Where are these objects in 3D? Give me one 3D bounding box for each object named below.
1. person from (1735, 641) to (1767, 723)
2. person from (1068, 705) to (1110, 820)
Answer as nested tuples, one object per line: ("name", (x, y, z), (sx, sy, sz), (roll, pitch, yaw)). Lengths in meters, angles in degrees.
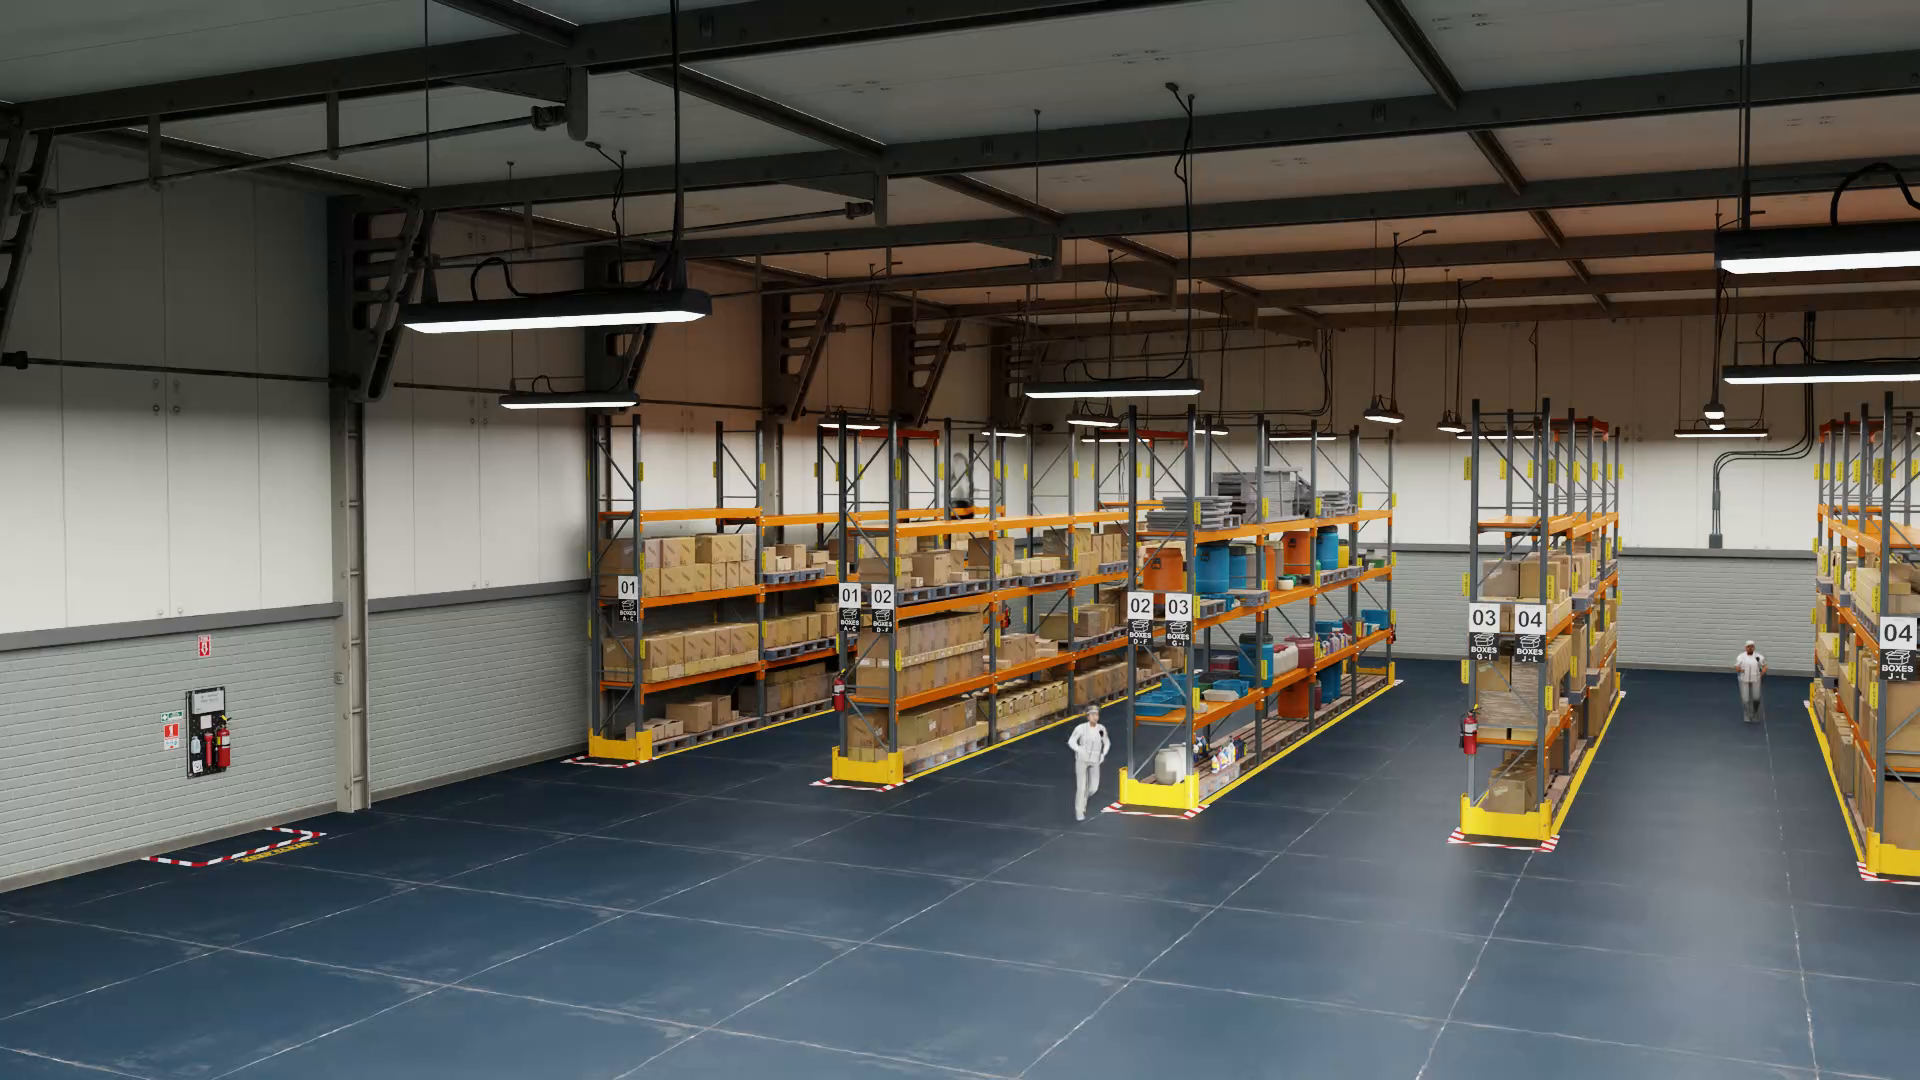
("person", (15.704, 2.822, 33.029), (0.591, 1.638, 0.576), (1, 3, 26))
("person", (1.883, 3.200, 24.012), (0.641, 1.647, 0.565), (0, 2, -7))
